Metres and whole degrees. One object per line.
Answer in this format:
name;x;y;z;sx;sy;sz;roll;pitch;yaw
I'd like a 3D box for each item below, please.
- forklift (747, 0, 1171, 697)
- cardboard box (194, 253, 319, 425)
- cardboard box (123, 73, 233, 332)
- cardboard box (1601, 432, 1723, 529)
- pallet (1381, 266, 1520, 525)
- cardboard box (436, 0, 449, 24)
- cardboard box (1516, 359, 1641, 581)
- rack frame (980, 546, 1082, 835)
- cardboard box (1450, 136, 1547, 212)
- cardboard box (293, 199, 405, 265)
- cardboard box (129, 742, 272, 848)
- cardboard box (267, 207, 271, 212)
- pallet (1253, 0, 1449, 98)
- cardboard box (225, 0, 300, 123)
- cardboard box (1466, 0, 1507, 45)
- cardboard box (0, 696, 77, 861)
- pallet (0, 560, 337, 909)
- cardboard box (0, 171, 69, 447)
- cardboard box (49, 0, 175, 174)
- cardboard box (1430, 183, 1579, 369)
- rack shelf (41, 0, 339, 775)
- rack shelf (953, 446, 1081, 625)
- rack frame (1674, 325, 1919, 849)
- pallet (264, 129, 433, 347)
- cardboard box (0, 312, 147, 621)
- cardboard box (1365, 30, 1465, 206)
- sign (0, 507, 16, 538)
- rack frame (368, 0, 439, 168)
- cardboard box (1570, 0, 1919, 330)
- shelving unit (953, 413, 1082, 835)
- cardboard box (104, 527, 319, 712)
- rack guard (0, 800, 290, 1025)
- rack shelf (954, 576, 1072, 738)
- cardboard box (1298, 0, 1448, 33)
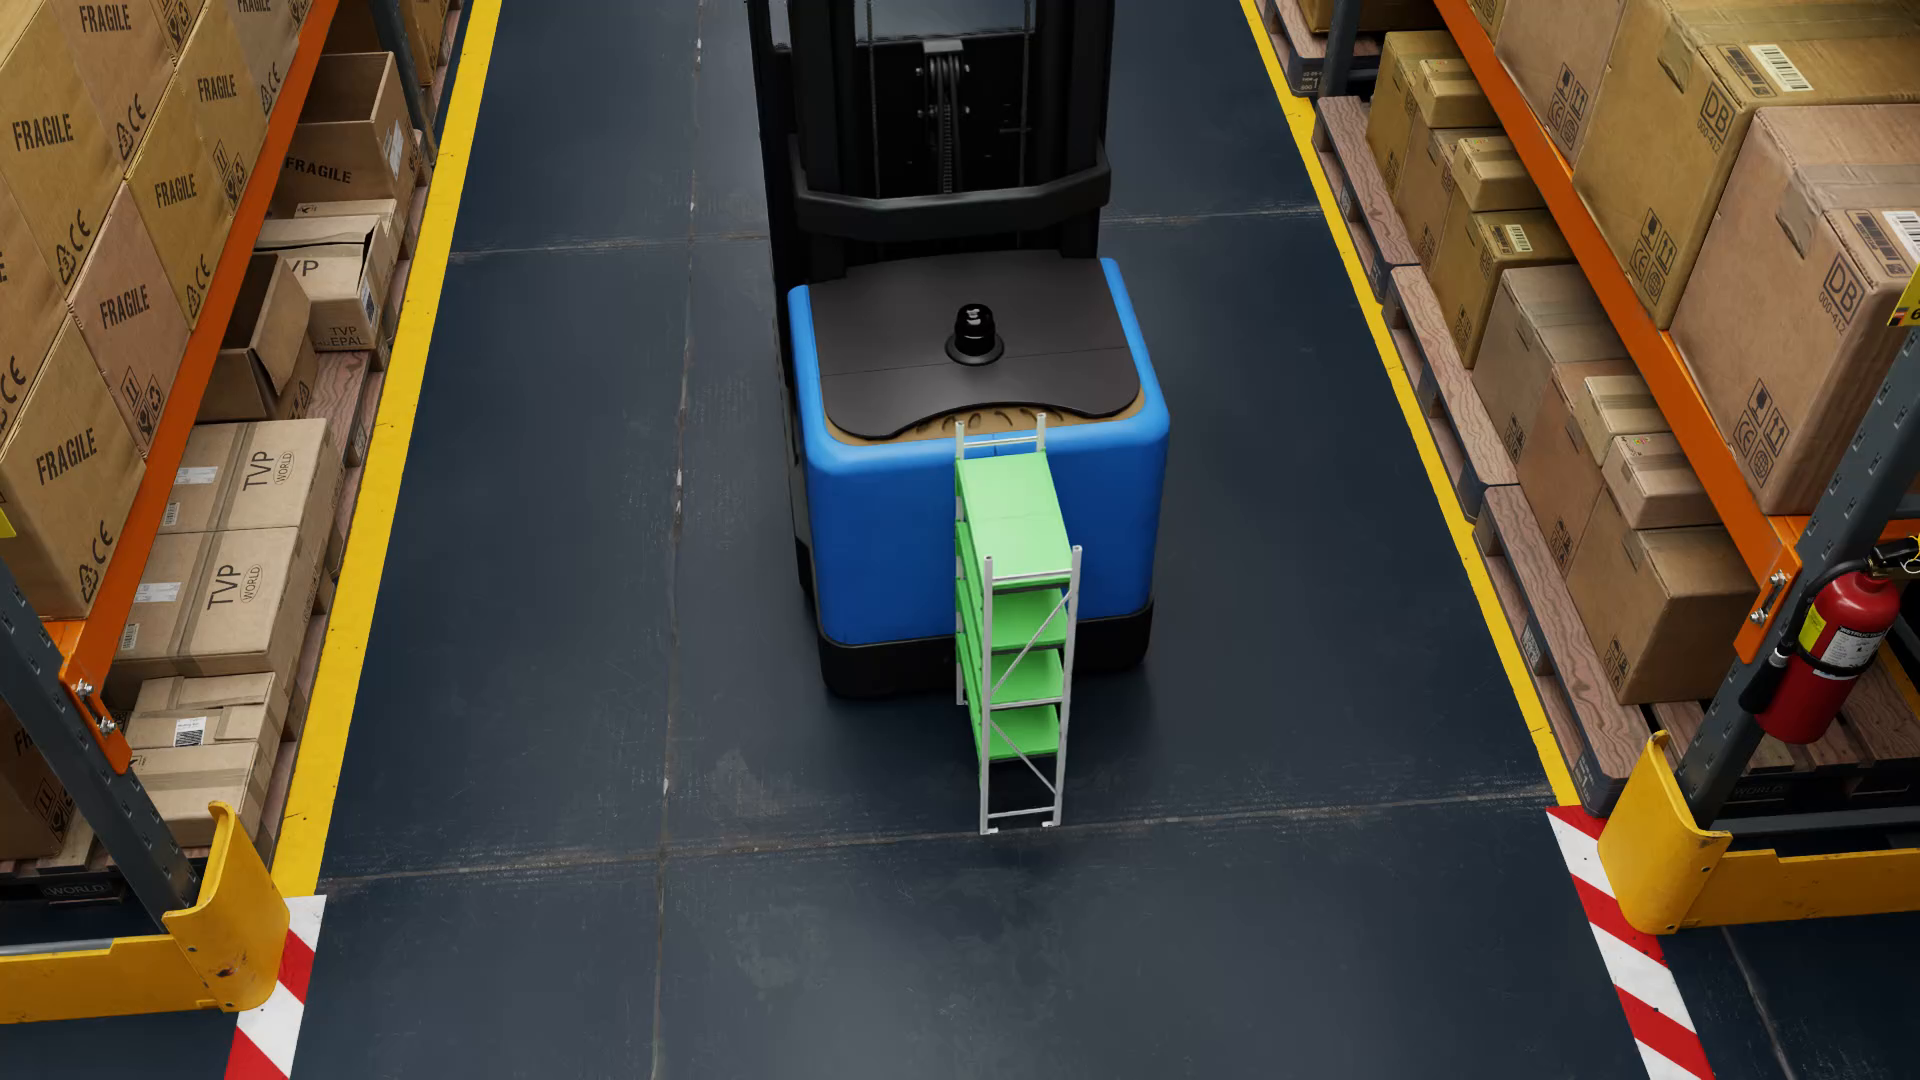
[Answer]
forklift;-0.119;-1.600;5.247;1.130;2.935;3.031;-6;47;-6
cardboard box;-2.646;-0.614;5.682;0.797;0.503;0.637;-3;47;-3
cardboard box;-2.335;-0.894;4.462;0.500;0.500;0.500;-4;47;-3
cardboard box;2.112;-0.180;4.840;0.380;0.149;0.250;-4;47;-4
pallet;2.219;-0.585;6.159;1.003;0.211;1.213;-3;47;-3
cardboard box;-2.662;-2.722;7.680;0.500;0.500;0.500;-3;47;-3
cardboard box;2.262;-0.237;5.341;0.700;0.500;0.500;-4;47;-3
rack frame;0.179;0.444;4.503;0.240;1.200;0.015;-6;47;-6
cardboard box;1.979;-1.308;5.908;0.380;0.149;0.250;-5;47;-4
cardboard box;-2.387;-1.188;6.470;0.380;0.149;0.250;-3;47;-3
cardboard box;-2.166;0.719;4.663;0.380;0.149;0.250;-3;47;-3
cardboard box;-2.989;-1.590;6.739;0.500;0.311;0.500;-3;47;-3
pallet;1.988;-2.579;8.047;1.003;0.211;1.213;-3;47;-3
cardboard box;-2.421;-1.624;5.153;0.500;0.500;0.500;-3;47;-2
cardboard box;2.212;-2.165;5.528;0.980;0.700;0.700;-5;47;-4
cardboard box;-2.764;0.544;4.588;0.500;0.500;0.500;-3;47;-3
pallet;-2.548;0.541;5.092;1.003;0.211;1.213;-3;47;-3
cardboard box;-2.248;-0.501;3.401;0.500;0.500;0.500;-2;47;-2
cardboard box;-2.336;-1.241;4.102;0.500;0.500;0.500;-3;47;-3
cardboard box;2.168;-0.986;6.050;0.700;0.500;0.500;-3;47;-2
rack shelf;-2.641;-0.986;5.113;1.077;0.370;4.000;-3;47;-3
rack shelf;0.143;-0.017;4.367;0.258;0.148;0.480;-6;47;-6
rack frame;2.462;-0.090;3.769;1.000;3.000;0.127;-3;47;-3
pallet;-2.752;-1.224;6.764;1.003;0.211;1.213;-3;47;-3
cardboard box;-2.248;-0.157;3.764;0.500;0.500;0.500;-3;47;-2
cardboard box;2.088;-1.721;6.747;0.700;0.500;0.500;-3;47;-3
sign;-1.933;-0.117;3.198;0.100;0.325;0.005;-3;47;-3
rack frame;-2.808;-2.680;6.222;1.000;3.000;0.127;-3;47;-3
cardboard box;2.338;-1.087;4.507;0.980;0.700;0.700;-4;47;-4
shelving unit;0.143;0.269;4.669;0.258;1.200;0.503;-6;47;-6
cardboard box;-2.278;0.236;5.051;0.500;0.250;0.500;-3;47;-3
rack guard;-2.480;1.019;4.441;1.175;0.500;0.348;-3;47;-3
rack shelf;0.143;0.313;4.716;0.258;0.148;0.480;-6;47;-6
cardboard box;1.944;-2.851;7.576;0.750;0.750;0.750;-3;47;-3
